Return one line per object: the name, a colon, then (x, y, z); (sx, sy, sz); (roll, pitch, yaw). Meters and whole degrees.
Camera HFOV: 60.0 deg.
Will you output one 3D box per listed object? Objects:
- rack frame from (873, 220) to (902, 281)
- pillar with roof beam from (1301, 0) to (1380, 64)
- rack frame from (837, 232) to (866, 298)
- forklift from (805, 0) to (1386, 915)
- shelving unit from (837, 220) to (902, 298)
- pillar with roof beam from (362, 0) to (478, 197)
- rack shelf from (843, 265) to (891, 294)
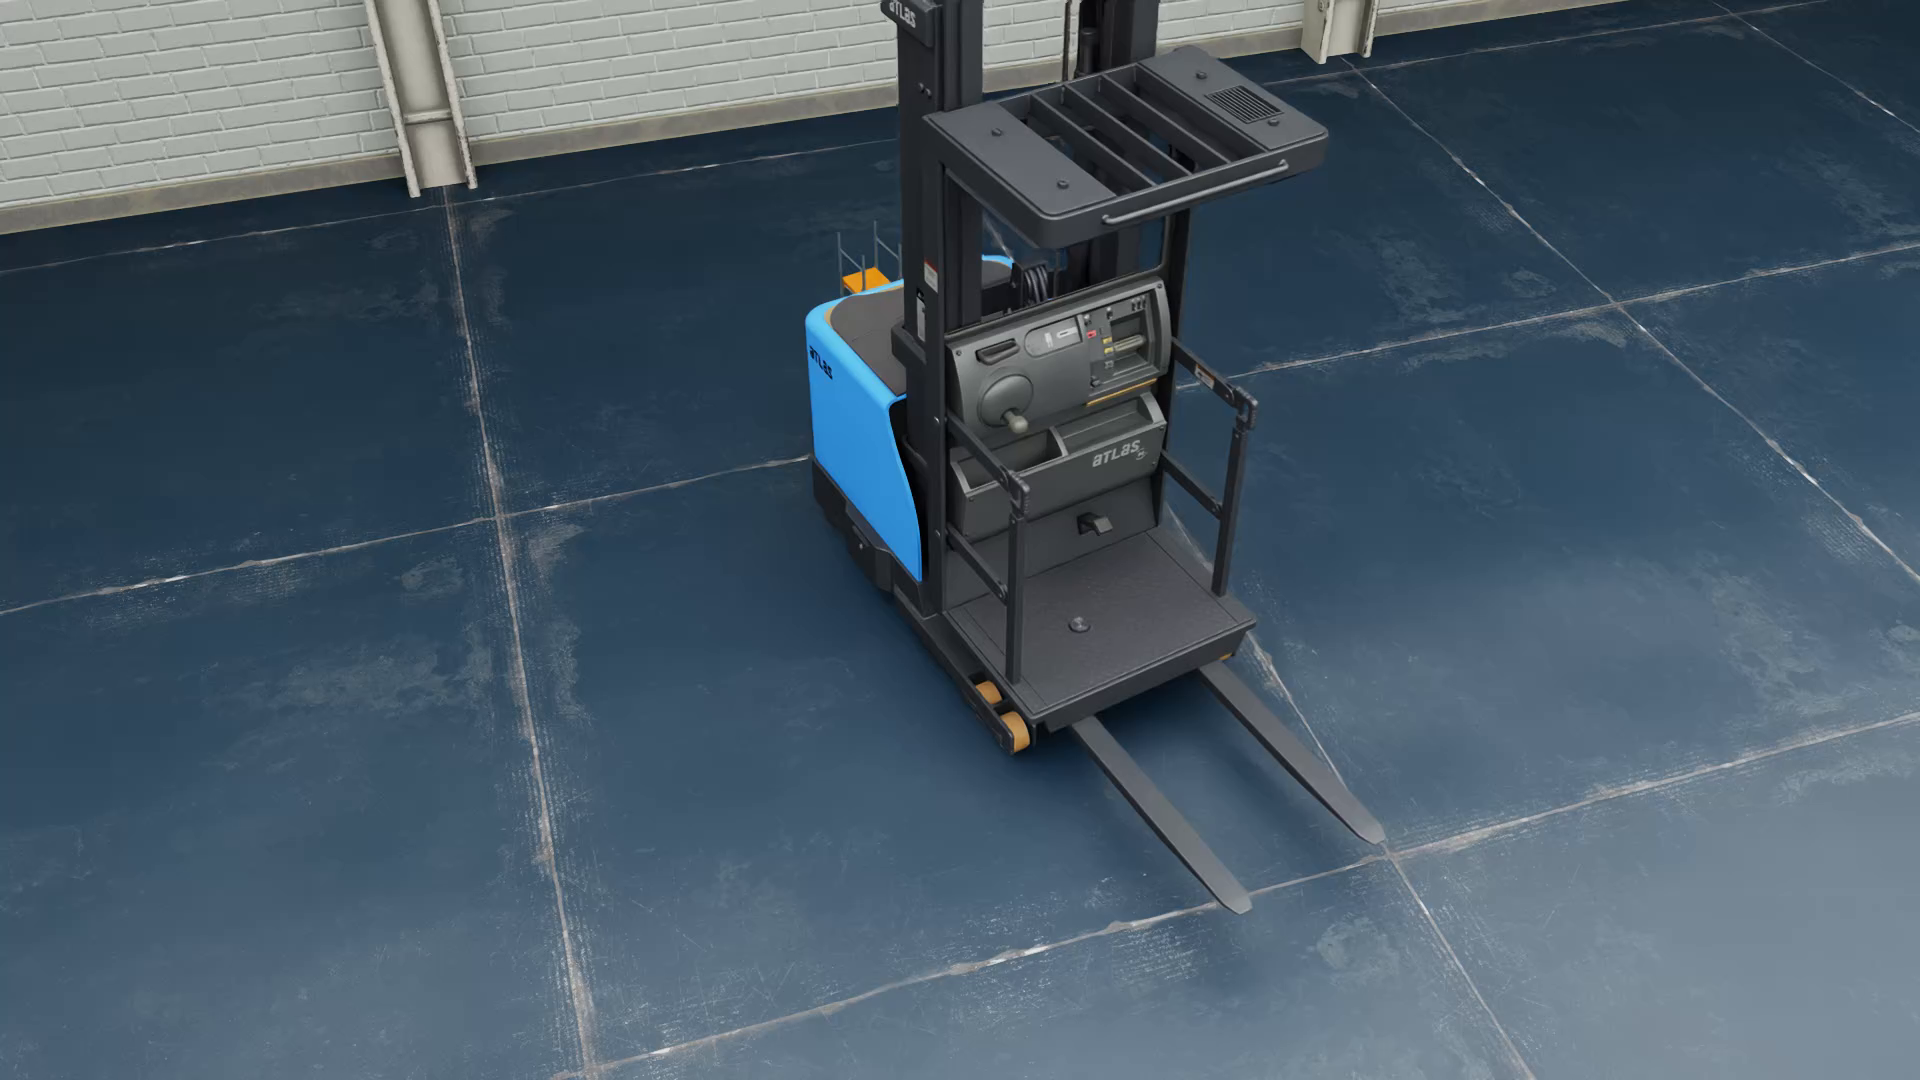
rack frame: (-0.321, -0.904, 7.723); (0.006, 1.200, 0.240); (-22, 46, -23)
pillar with roof beam: (3.873, -4.058, 5.405); (0.400, 9.000, 9.100); (-12, 42, -13)
rack frame: (-0.477, -0.841, 7.651); (0.006, 1.200, 0.240); (-22, 46, -23)
forklift: (0.497, -0.605, 6.064); (1.130, 2.935, 3.031); (-21, 45, -22)
shelving unit: (-0.399, -0.873, 7.687); (0.189, 1.200, 0.258); (-22, 46, -23)
pillar with roof beam: (-1.850, -2.872, 4.047); (0.400, 9.000, 9.100); (-12, 42, -13)
rack shelf: (-0.399, -1.111, 7.479); (0.180, 0.103, 0.258); (-22, 46, -23)
